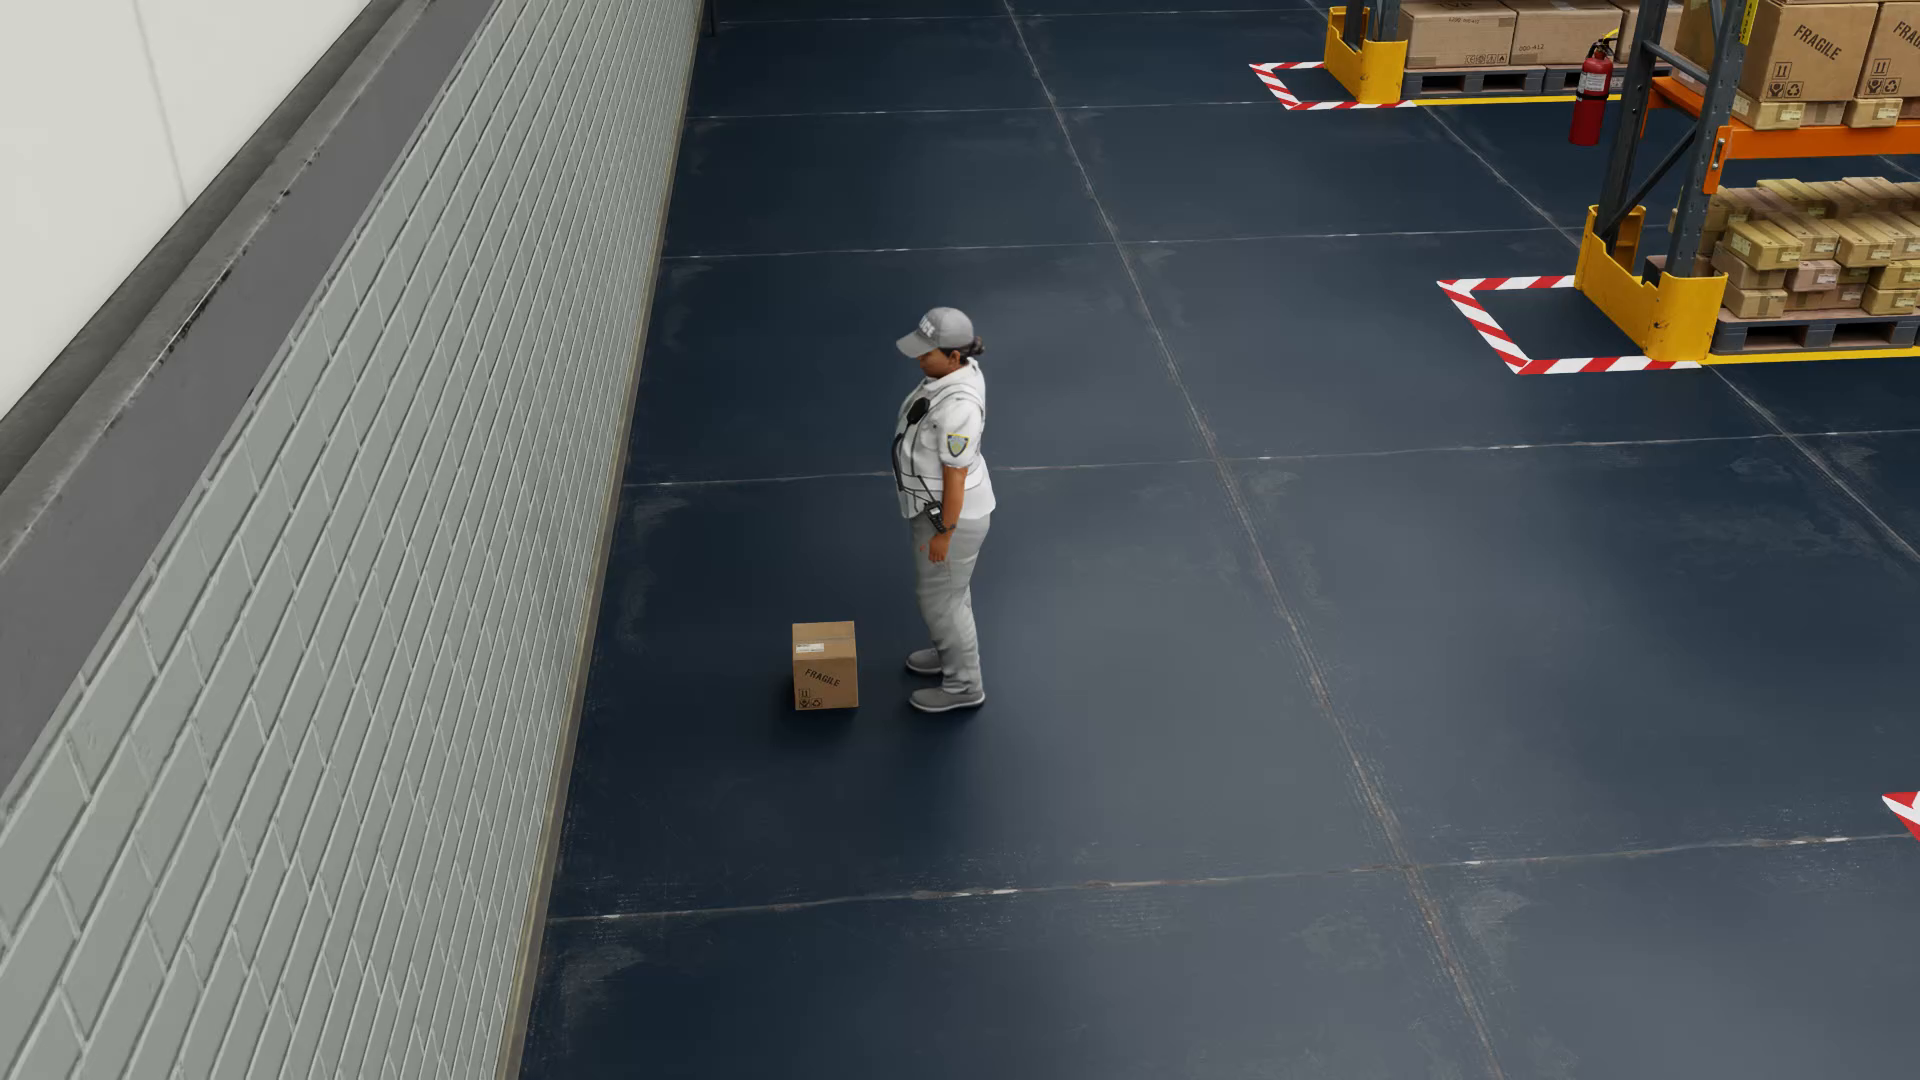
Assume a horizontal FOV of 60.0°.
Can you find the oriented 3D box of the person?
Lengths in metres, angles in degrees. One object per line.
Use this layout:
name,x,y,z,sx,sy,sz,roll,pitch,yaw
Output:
person,-0.064,-0.111,6.323,0.391,1.660,0.468,-2,31,-3
